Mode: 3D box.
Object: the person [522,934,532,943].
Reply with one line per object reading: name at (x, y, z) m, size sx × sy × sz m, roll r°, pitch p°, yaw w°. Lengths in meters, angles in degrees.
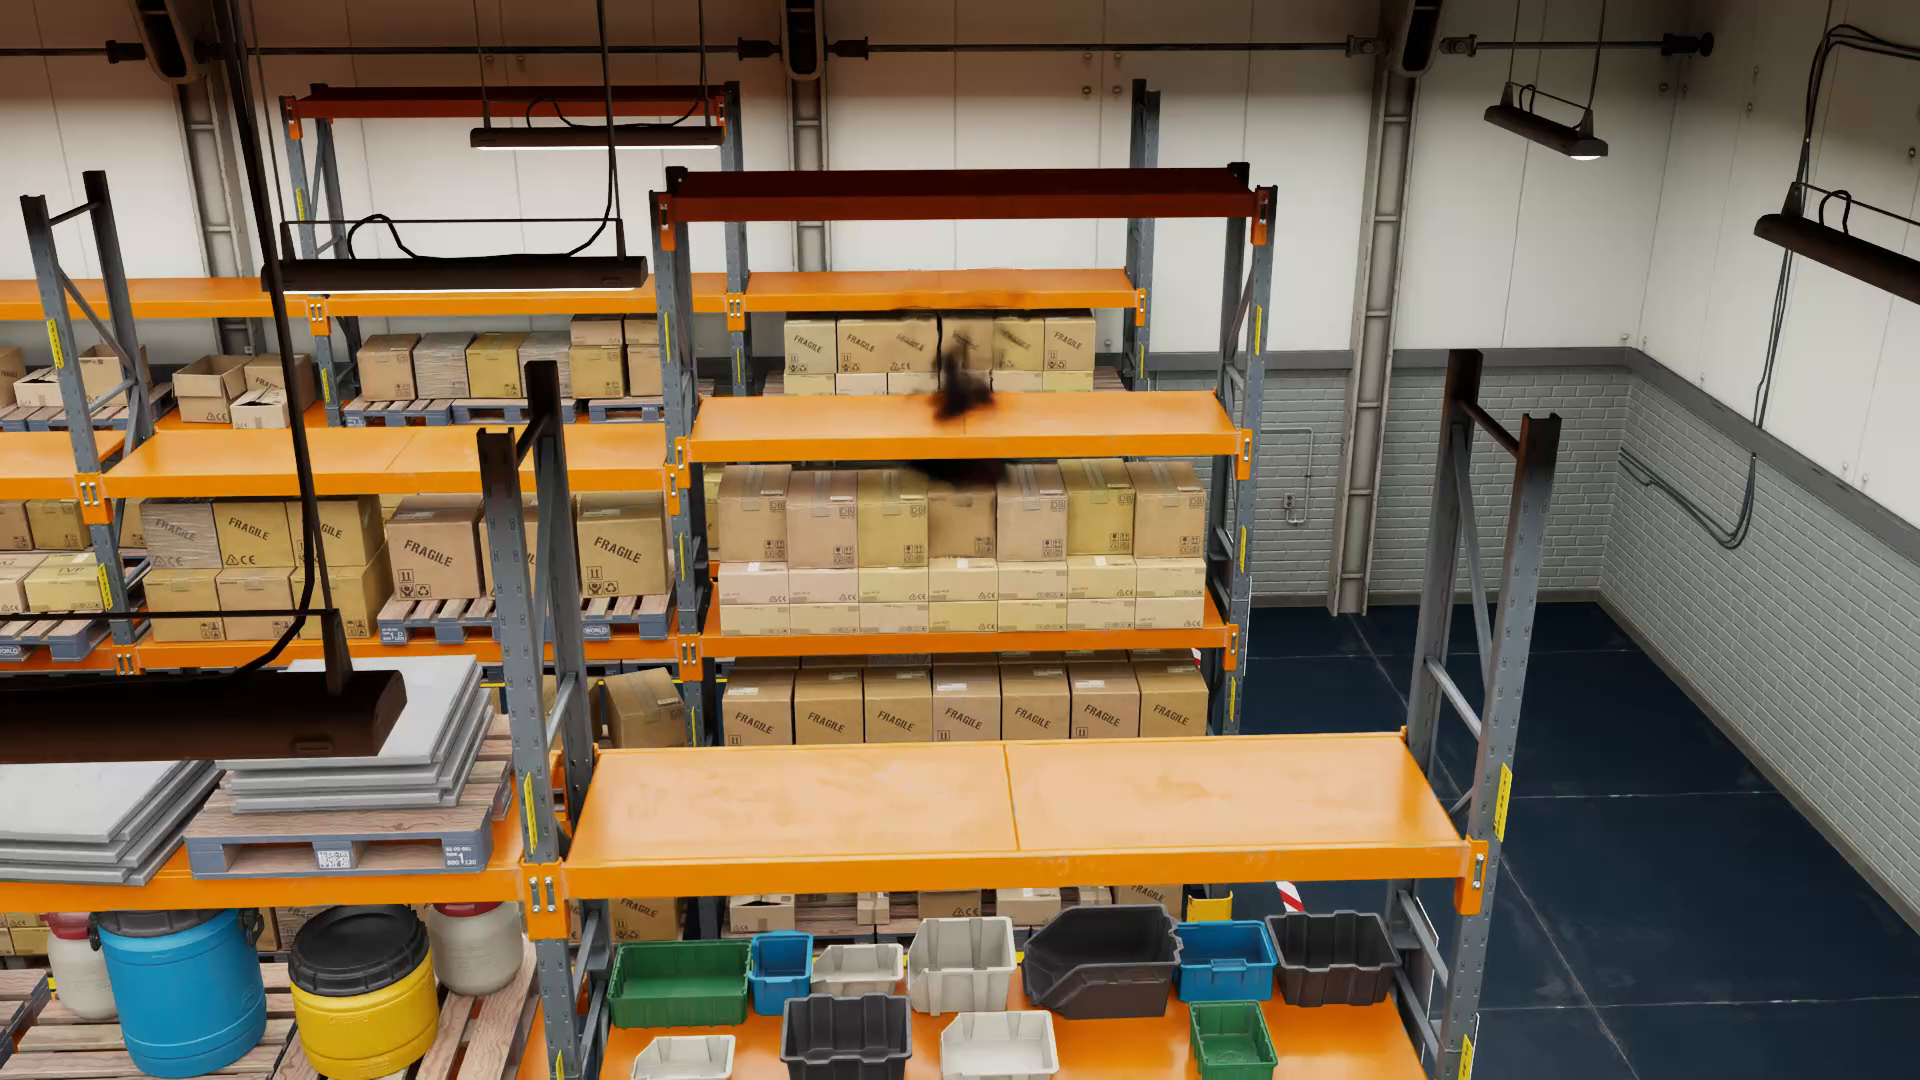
person at (-3.069, 3.197, 10.956) m, size 0.775 × 1.853 × 0.632 m, roll -7°, pitch 23°, yaw -16°
